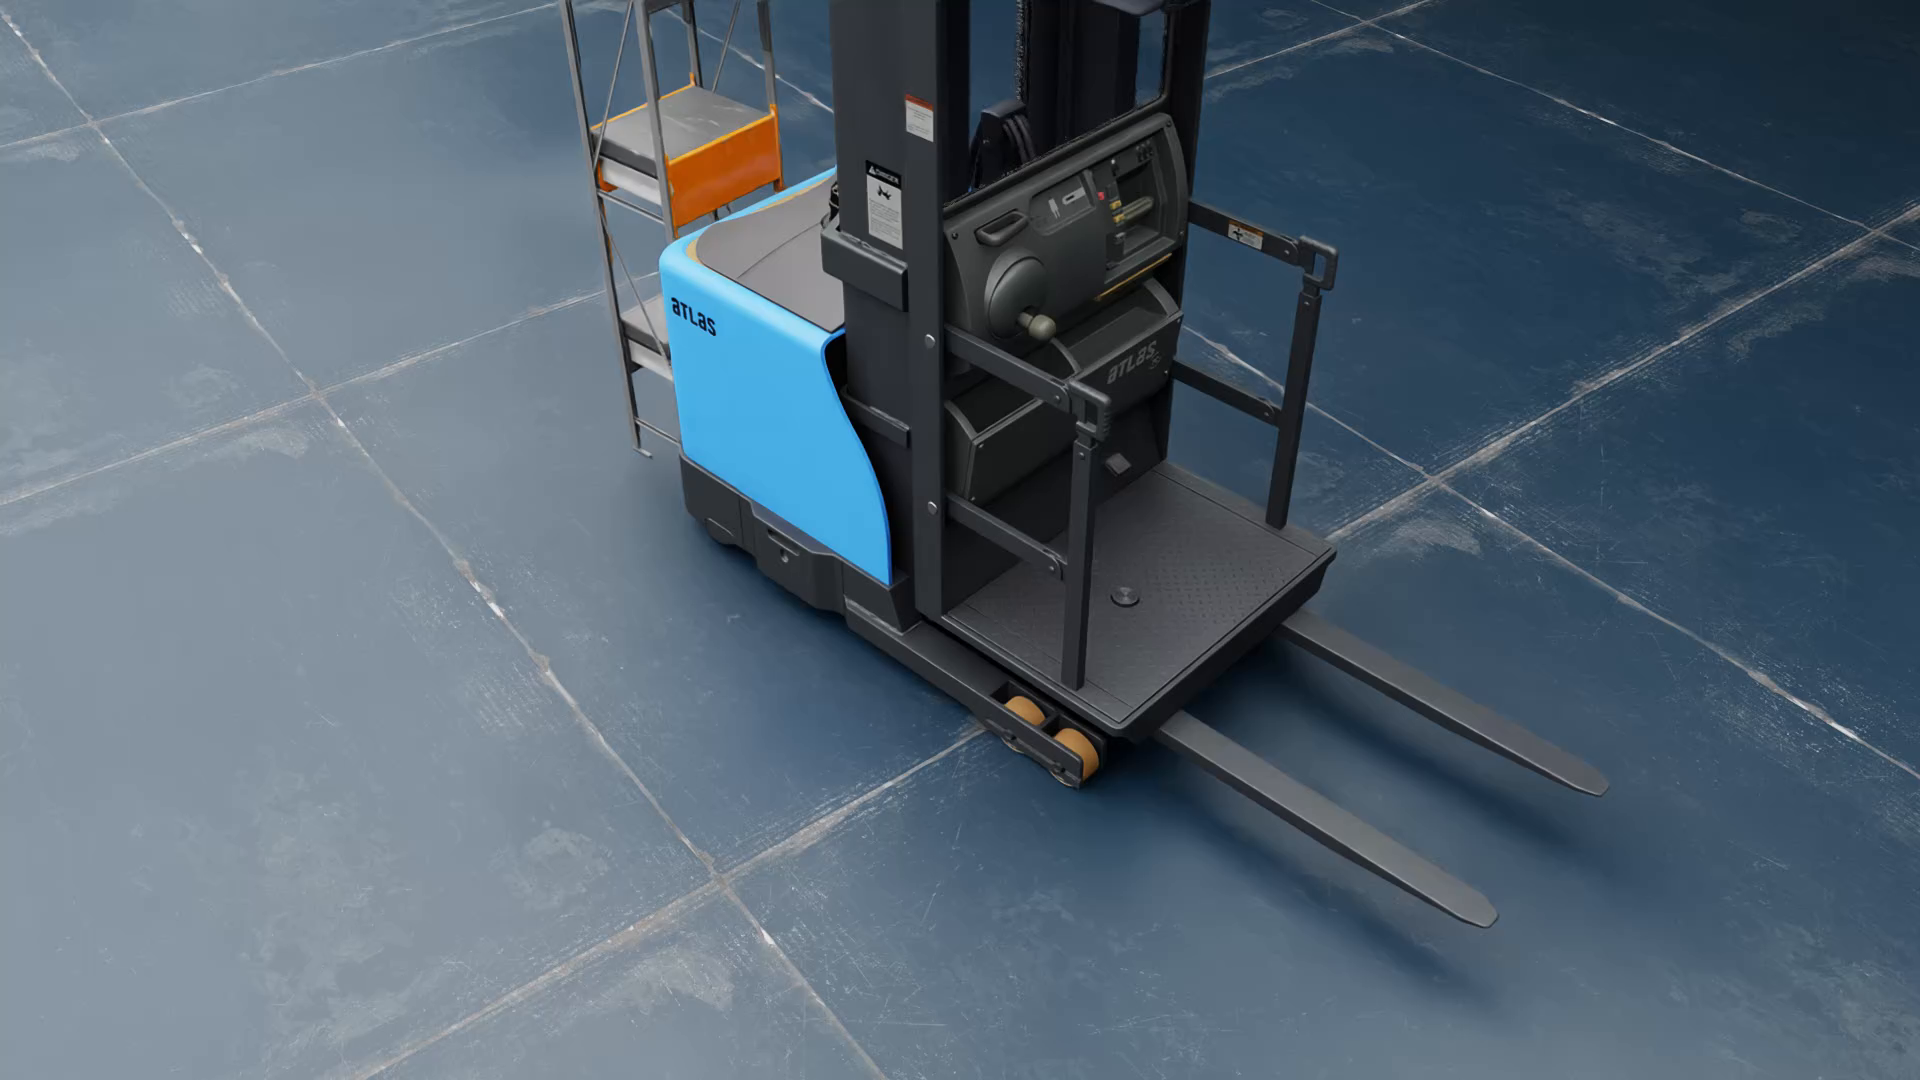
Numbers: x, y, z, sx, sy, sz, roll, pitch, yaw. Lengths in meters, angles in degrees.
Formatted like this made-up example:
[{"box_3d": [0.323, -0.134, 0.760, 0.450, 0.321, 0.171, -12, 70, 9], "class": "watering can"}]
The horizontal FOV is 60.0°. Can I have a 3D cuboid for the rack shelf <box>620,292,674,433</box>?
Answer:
[{"box_3d": [-0.899, -0.639, 5.993, 0.431, 0.518, 0.480, 28, 47, 31], "class": "rack shelf"}]

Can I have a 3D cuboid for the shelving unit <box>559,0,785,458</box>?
[{"box_3d": [-0.908, -1.195, 5.546, 0.431, 2.100, 0.503, 28, 47, 31], "class": "shelving unit"}]

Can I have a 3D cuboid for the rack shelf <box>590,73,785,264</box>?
[{"box_3d": [-0.907, -1.185, 5.554, 0.431, 0.518, 0.480, 28, 47, 31], "class": "rack shelf"}]

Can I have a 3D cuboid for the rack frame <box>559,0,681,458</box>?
[{"box_3d": [-1.066, -1.078, 5.402, 0.400, 2.100, 0.015, 28, 47, 31], "class": "rack frame"}]

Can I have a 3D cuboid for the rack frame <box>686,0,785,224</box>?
[{"box_3d": [-0.749, -1.313, 5.689, 0.400, 2.100, 0.015, 28, 47, 31], "class": "rack frame"}]

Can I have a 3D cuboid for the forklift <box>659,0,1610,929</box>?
[{"box_3d": [0.462, -0.791, 4.403, 3.031, 2.935, 1.130, 31, 48, 32], "class": "forklift"}]

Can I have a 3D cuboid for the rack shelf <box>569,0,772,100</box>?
[{"box_3d": [-0.916, -1.731, 5.116, 0.431, 0.518, 0.480, 28, 47, 31], "class": "rack shelf"}]
